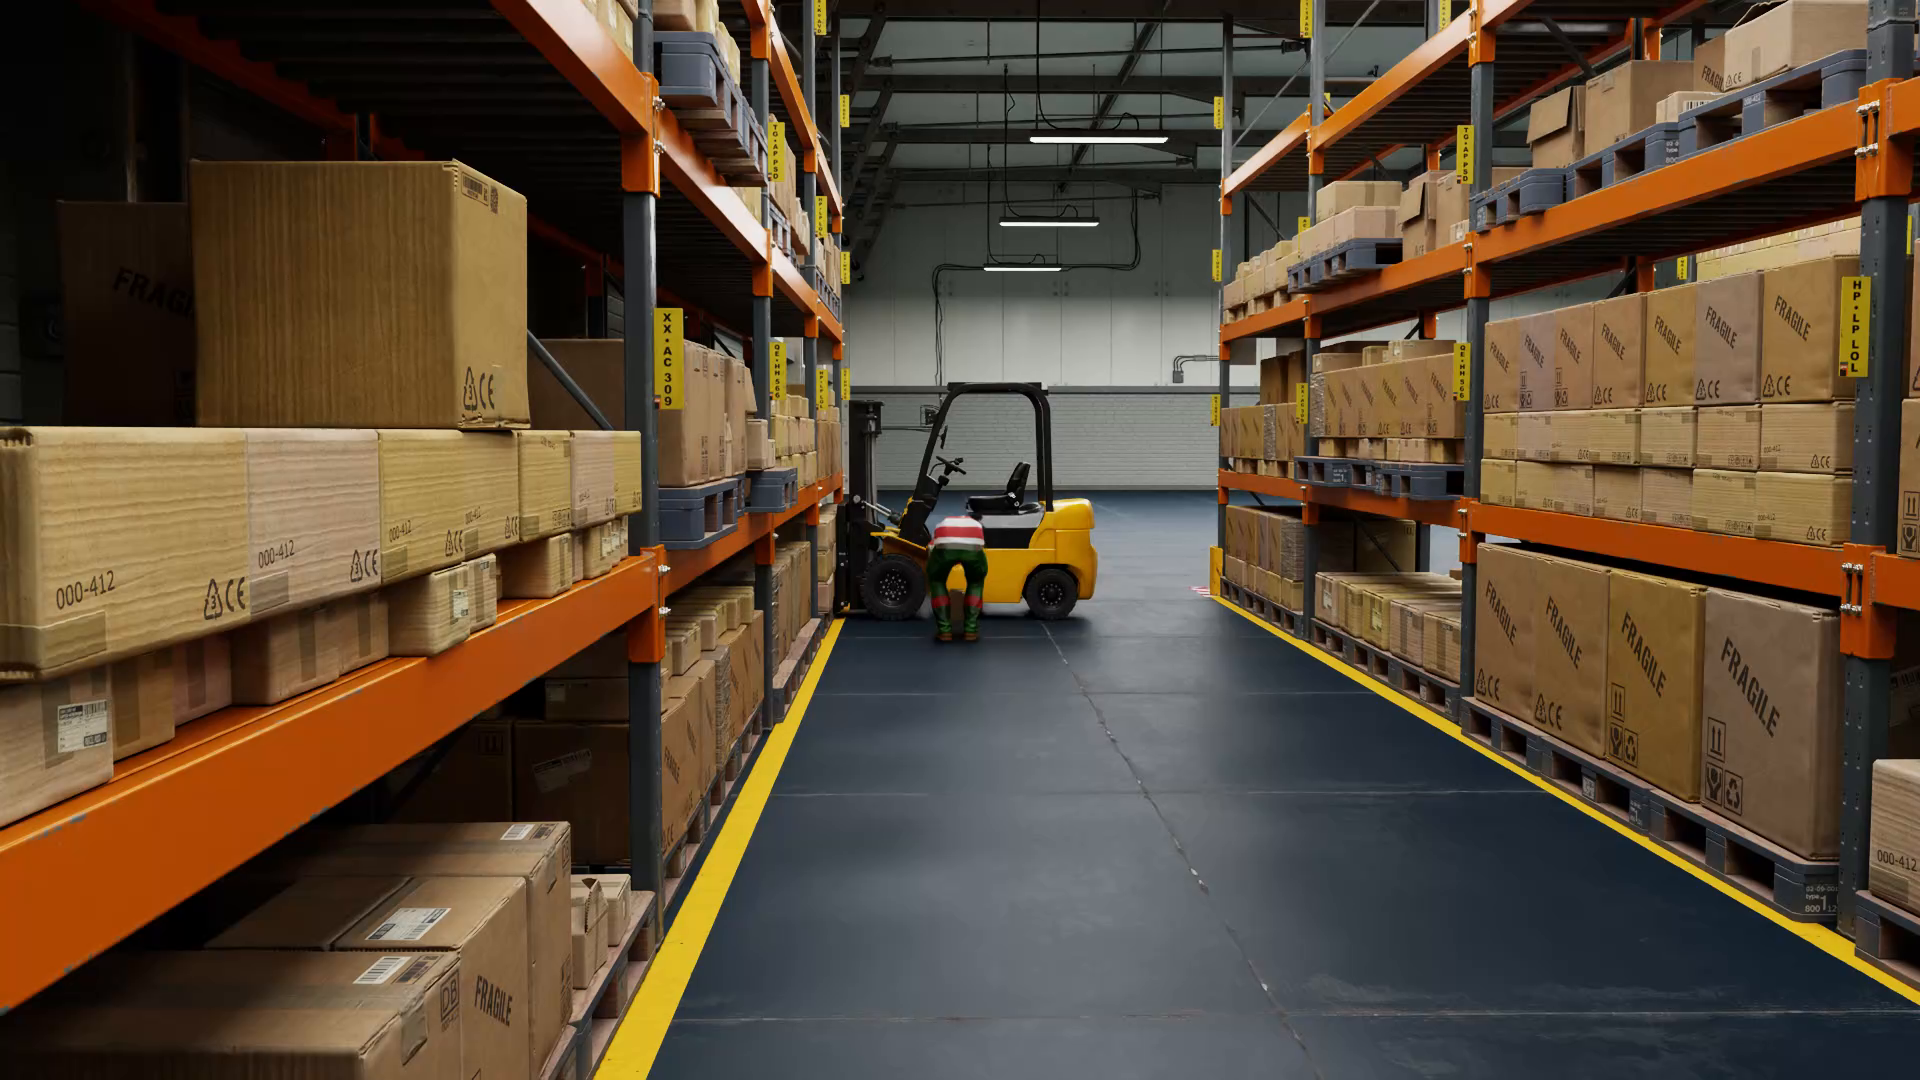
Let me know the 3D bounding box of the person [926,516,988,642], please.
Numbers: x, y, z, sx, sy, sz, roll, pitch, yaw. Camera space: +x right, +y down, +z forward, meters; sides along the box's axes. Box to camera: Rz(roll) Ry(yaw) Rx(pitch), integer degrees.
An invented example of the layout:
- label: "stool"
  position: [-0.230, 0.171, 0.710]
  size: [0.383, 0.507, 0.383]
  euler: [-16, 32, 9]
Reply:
- label: "person"
  position: [-0.034, 0.299, 13.744]
  size: [0.510, 1.024, 0.955]
  euler: [0, 4, -4]
